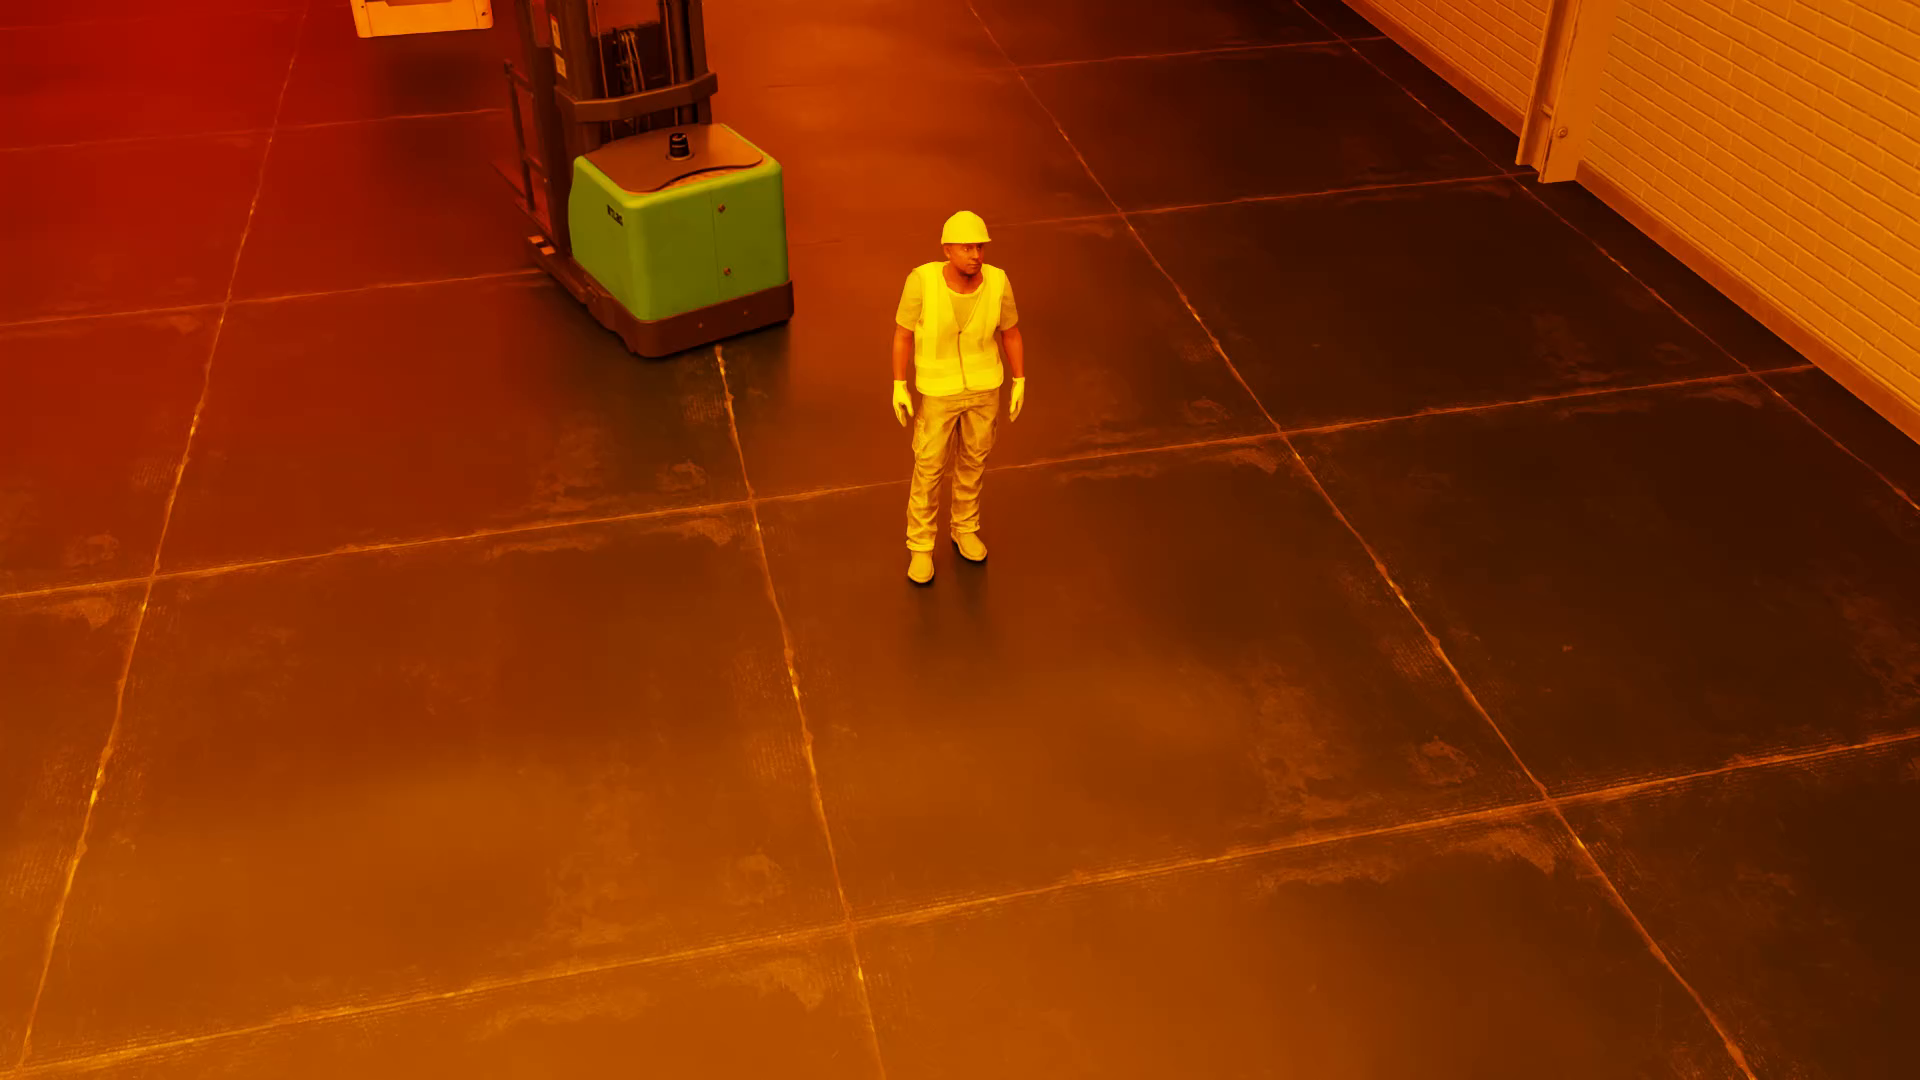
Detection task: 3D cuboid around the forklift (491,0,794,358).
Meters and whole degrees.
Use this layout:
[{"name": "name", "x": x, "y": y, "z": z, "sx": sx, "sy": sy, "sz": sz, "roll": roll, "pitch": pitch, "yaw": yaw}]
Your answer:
[{"name": "forklift", "x": -2.266, "y": -3.106, "z": 10.366, "sx": 1.130, "sy": 2.935, "sz": 3.031, "roll": -21, "pitch": 41, "yaw": -26}]

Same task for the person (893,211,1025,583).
[{"name": "person", "x": 0.007, "y": -0.688, "z": 7.976, "sx": 0.656, "sy": 1.782, "sz": 0.577, "roll": -8, "pitch": 36, "yaw": -11}]
